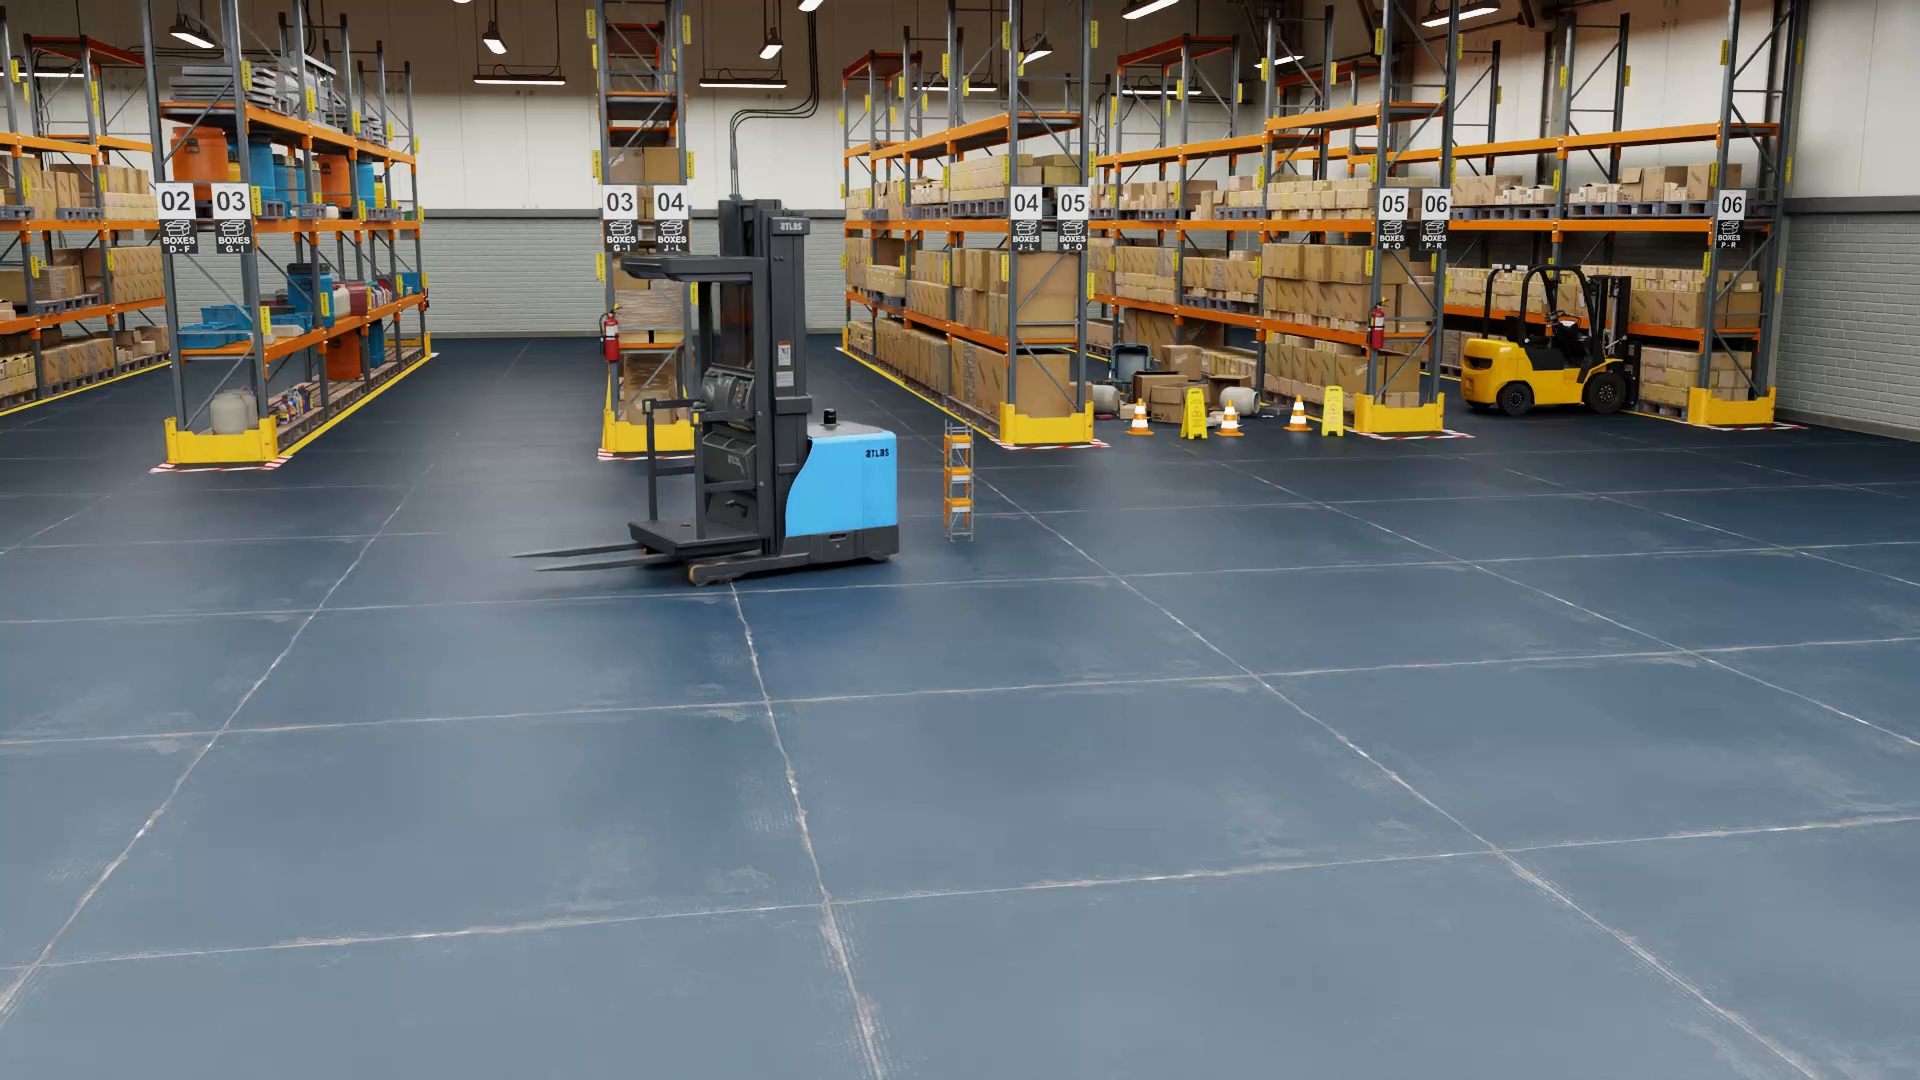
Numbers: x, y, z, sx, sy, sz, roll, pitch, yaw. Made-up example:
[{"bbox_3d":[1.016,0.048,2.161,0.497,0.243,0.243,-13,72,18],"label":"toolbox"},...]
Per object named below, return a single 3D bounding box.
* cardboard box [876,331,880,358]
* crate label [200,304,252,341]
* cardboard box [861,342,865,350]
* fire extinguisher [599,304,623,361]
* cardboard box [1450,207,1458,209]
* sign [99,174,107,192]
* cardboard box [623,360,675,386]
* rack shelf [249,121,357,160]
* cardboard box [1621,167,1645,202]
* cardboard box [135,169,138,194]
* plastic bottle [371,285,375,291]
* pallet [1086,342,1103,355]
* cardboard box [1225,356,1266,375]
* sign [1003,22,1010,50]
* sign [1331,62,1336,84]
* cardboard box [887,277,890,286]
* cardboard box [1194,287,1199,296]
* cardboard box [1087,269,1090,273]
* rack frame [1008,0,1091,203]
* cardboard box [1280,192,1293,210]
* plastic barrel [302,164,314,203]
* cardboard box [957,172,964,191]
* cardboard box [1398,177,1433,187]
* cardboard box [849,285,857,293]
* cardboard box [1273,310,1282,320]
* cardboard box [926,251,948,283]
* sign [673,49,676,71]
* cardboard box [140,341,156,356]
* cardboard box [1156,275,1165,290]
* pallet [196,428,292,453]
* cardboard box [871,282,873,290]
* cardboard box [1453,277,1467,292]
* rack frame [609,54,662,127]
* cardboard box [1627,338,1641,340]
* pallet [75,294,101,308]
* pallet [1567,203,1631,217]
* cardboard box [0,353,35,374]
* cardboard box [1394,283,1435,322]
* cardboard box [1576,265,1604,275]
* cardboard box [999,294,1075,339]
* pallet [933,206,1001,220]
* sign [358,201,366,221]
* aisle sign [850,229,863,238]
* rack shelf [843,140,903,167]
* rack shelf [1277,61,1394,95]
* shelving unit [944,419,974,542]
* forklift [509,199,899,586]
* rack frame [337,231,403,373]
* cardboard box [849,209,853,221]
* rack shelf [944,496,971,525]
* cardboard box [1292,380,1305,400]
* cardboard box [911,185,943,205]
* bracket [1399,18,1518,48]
[{"bbox_3d":[-1.343,-3.780,32.096,0.500,0.500,0.500,-2,11,-9],"label":"cardboard box"},{"bbox_3d":[-9.259,-2.749,21.023,0.502,0.435,0.616,-2,11,-11],"label":"crate label"},{"bbox_3d":[-1.838,-4.002,34.201,0.380,0.149,0.250,-2,11,-11],"label":"cardboard box"},{"bbox_3d":[-4.207,-2.508,20.059,0.296,0.674,0.183,-2,11,-11],"label":"fire extinguisher"},{"bbox_3d":[8.917,-6.078,30.986,0.500,0.250,0.500,-2,11,-13],"label":"cardboard box"},{"bbox_3d":[-15.286,-6.367,29.668,0.100,0.325,0.005,-2,11,-11],"label":"sign"},{"bbox_3d":[-4.654,-2.419,24.893,0.700,0.500,0.500,-3,11,-15],"label":"cardboard box"},{"bbox_3d":[-9.803,-5.902,24.629,1.077,0.370,4.000,-2,11,-11],"label":"rack shelf"},{"bbox_3d":[10.309,-5.278,24.714,0.797,0.503,0.637,-2,11,-9],"label":"cardboard box"},{"bbox_3d":[-16.477,-6.984,32.406,0.700,0.500,0.500,-2,11,-11],"label":"cardboard box"},{"bbox_3d":[-10.612,-4.419,30.021,0.144,0.351,0.185,-2,11,-11],"label":"plastic bottle"},{"bbox_3d":[3.297,-4.142,35.894,1.003,0.211,1.213,-2,11,-11],"label":"pallet"},{"bbox_3d":[4.918,-2.821,27.402,0.950,0.372,0.625,-1,11,-7],"label":"cardboard box"},{"bbox_3d":[0.572,-6.174,20.355,0.100,0.325,0.005,-2,11,-11],"label":"sign"},{"bbox_3d":[5.701,-7.139,25.429,0.100,0.325,0.005,-2,11,-11],"label":"sign"},{"bbox_3d":[-1.099,-4.613,29.665,0.380,0.149,0.250,-2,11,-10],"label":"cardboard box"},{"bbox_3d":[4.298,-4.323,28.937,0.380,0.149,0.250,-3,11,-15],"label":"cardboard box"},{"bbox_3d":[2.964,-5.553,35.580,0.500,0.500,0.500,-2,11,-9],"label":"cardboard box"},{"bbox_3d":[1.107,-5.693,20.540,1.000,3.000,0.127,-2,11,-11],"label":"rack frame"},{"bbox_3d":[5.092,-5.039,24.732,0.500,0.250,0.500,-2,11,-11],"label":"cardboard box"},{"bbox_3d":[-10.118,-5.277,25.229,0.600,0.830,0.708,-2,11,-11],"label":"plastic barrel"},{"bbox_3d":[0.250,-5.089,23.602,0.500,0.250,0.500,-2,11,-11],"label":"cardboard box"},{"bbox_3d":[6.074,-4.759,22.194,0.380,0.149,0.250,-2,11,-11],"label":"cardboard box"},{"bbox_3d":[-2.173,-5.389,35.660,0.380,0.149,0.250,-2,11,-13],"label":"cardboard box"},{"bbox_3d":[5.012,-3.441,25.423,0.380,0.149,0.250,-2,11,-9],"label":"cardboard box"},{"bbox_3d":[-0.169,-4.484,27.291,0.700,0.500,0.500,-2,11,-12],"label":"cardboard box"},{"bbox_3d":[-4.020,-6.779,23.535,0.100,0.325,0.005,-2,11,-11],"label":"sign"},{"bbox_3d":[-16.105,-3.758,32.597,0.500,0.250,0.500,-2,11,-11],"label":"cardboard box"},{"bbox_3d":[3.940,-4.757,30.731,0.500,0.250,0.500,-2,11,-12],"label":"cardboard box"},{"bbox_3d":[-8.850,-1.195,20.413,1.003,0.211,1.213,-2,11,-11],"label":"pallet"},{"bbox_3d":[-1.497,-4.844,31.673,0.380,0.149,0.250,-2,11,-11],"label":"cardboard box"},{"bbox_3d":[9.198,-4.583,29.815,0.500,0.250,0.500,-2,11,-9],"label":"cardboard box"},{"bbox_3d":[-6.111,-7.732,31.253,1.000,3.000,0.127,-2,11,-11],"label":"rack frame"},{"bbox_3d":[10.432,-3.030,26.152,0.500,0.250,0.500,-2,11,-12],"label":"cardboard box"},{"bbox_3d":[-15.781,-4.180,29.152,1.003,0.211,1.213,-2,11,-11],"label":"pallet"},{"bbox_3d":[10.225,-5.134,25.861,1.003,0.211,1.213,-2,11,-11],"label":"pallet"},{"bbox_3d":[-14.708,-2.736,25.778,0.500,0.311,0.500,-2,11,-10],"label":"cardboard box"},{"bbox_3d":[6.123,-3.237,22.616,0.500,0.500,0.500,-2,11,-12],"label":"cardboard box"},{"bbox_3d":[9.961,-4.260,26.257,0.380,0.149,0.250,-2,11,-10],"label":"cardboard box"},{"bbox_3d":[0.991,-2.886,21.436,0.875,0.550,0.550,-2,11,-11],"label":"cardboard box"},{"bbox_3d":[0.103,-5.025,25.567,0.805,0.209,1.217,-3,11,-13],"label":"pallet"},{"bbox_3d":[-9.654,-5.315,26.854,0.100,0.325,0.005,-2,11,-11],"label":"sign"},{"bbox_3d":[-2.313,-6.960,36.288,0.394,0.787,0.004,-2,11,-11],"label":"aisle sign"},{"bbox_3d":[-1.616,-7.906,34.098,1.077,0.370,4.000,-2,11,-11],"label":"rack shelf"},{"bbox_3d":[8.088,-9.920,35.782,1.077,0.370,4.000,-2,11,-11],"label":"rack shelf"},{"bbox_3d":[-0.010,-0.526,14.650,0.215,1.050,0.252,-2,11,-11],"label":"shelving unit"},{"bbox_3d":[-2.029,-1.198,13.153,3.031,2.935,1.130,-7,13,-31],"label":"forklift"},{"bbox_3d":[-10.970,-4.605,30.867,1.000,3.000,0.127,-2,11,-11],"label":"rack frame"},{"bbox_3d":[-2.070,-6.892,35.262,0.500,0.250,0.500,-2,11,-9],"label":"cardboard box"},{"bbox_3d":[-0.010,-0.242,14.704,0.215,0.259,0.240,-2,11,-11],"label":"rack shelf"},{"bbox_3d":[5.236,-2.221,24.573,0.500,0.250,0.500,-2,11,-12],"label":"cardboard box"},{"bbox_3d":[-0.524,-5.758,27.749,0.500,0.311,0.500,-2,11,-11],"label":"cardboard box"},{"bbox_3d":[9.463,-9.638,31.638,0.076,0.066,4.783,-2,11,-11],"label":"bracket"}]
